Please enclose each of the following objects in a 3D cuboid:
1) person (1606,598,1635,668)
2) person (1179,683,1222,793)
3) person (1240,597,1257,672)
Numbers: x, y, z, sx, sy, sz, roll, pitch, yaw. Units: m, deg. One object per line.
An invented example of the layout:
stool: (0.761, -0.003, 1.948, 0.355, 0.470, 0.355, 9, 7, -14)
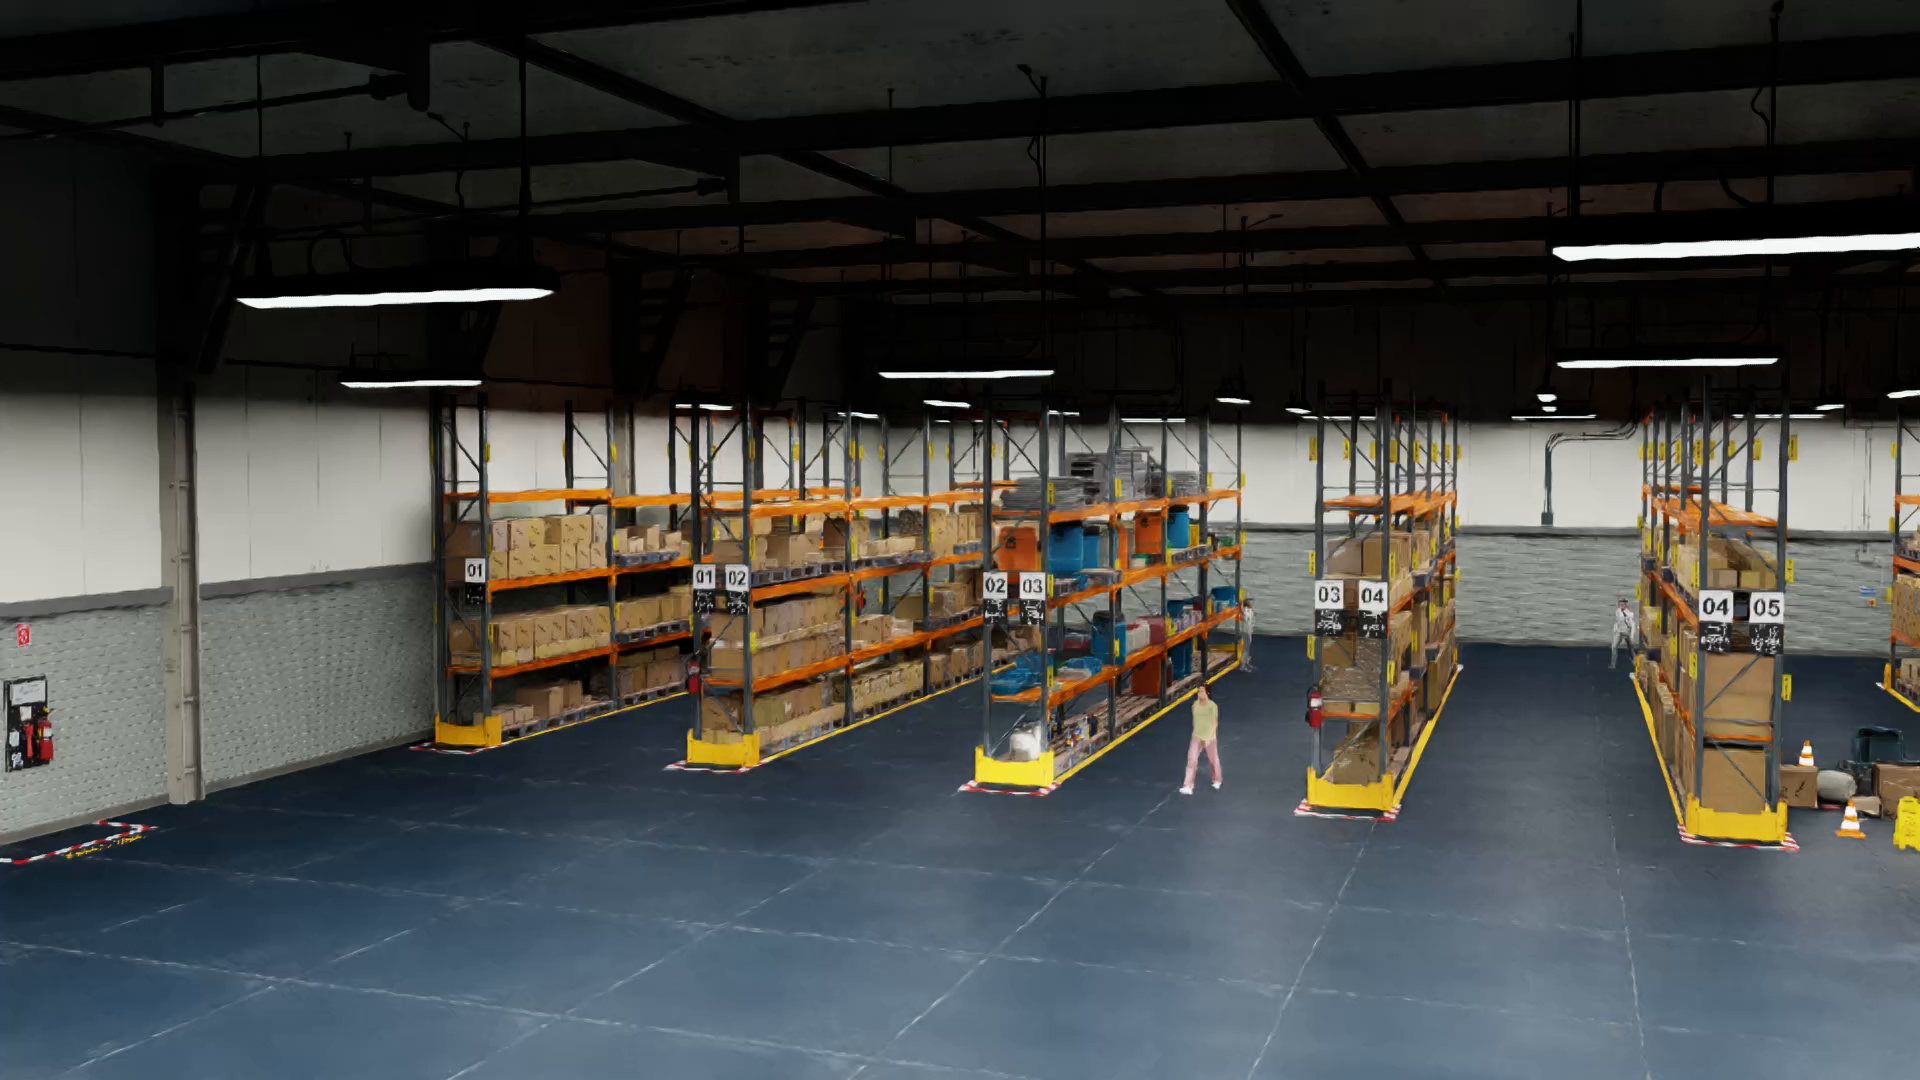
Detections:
person: (15.356, 2.146, 38.452, 0.524, 1.619, 0.944, 3, 4, 43)
person: (3.576, 2.886, 24.354, 0.447, 1.603, 1.019, 2, 3, 29)
person: (6.582, 2.130, 37.881, 0.437, 1.680, 0.545, 0, 3, 0)
